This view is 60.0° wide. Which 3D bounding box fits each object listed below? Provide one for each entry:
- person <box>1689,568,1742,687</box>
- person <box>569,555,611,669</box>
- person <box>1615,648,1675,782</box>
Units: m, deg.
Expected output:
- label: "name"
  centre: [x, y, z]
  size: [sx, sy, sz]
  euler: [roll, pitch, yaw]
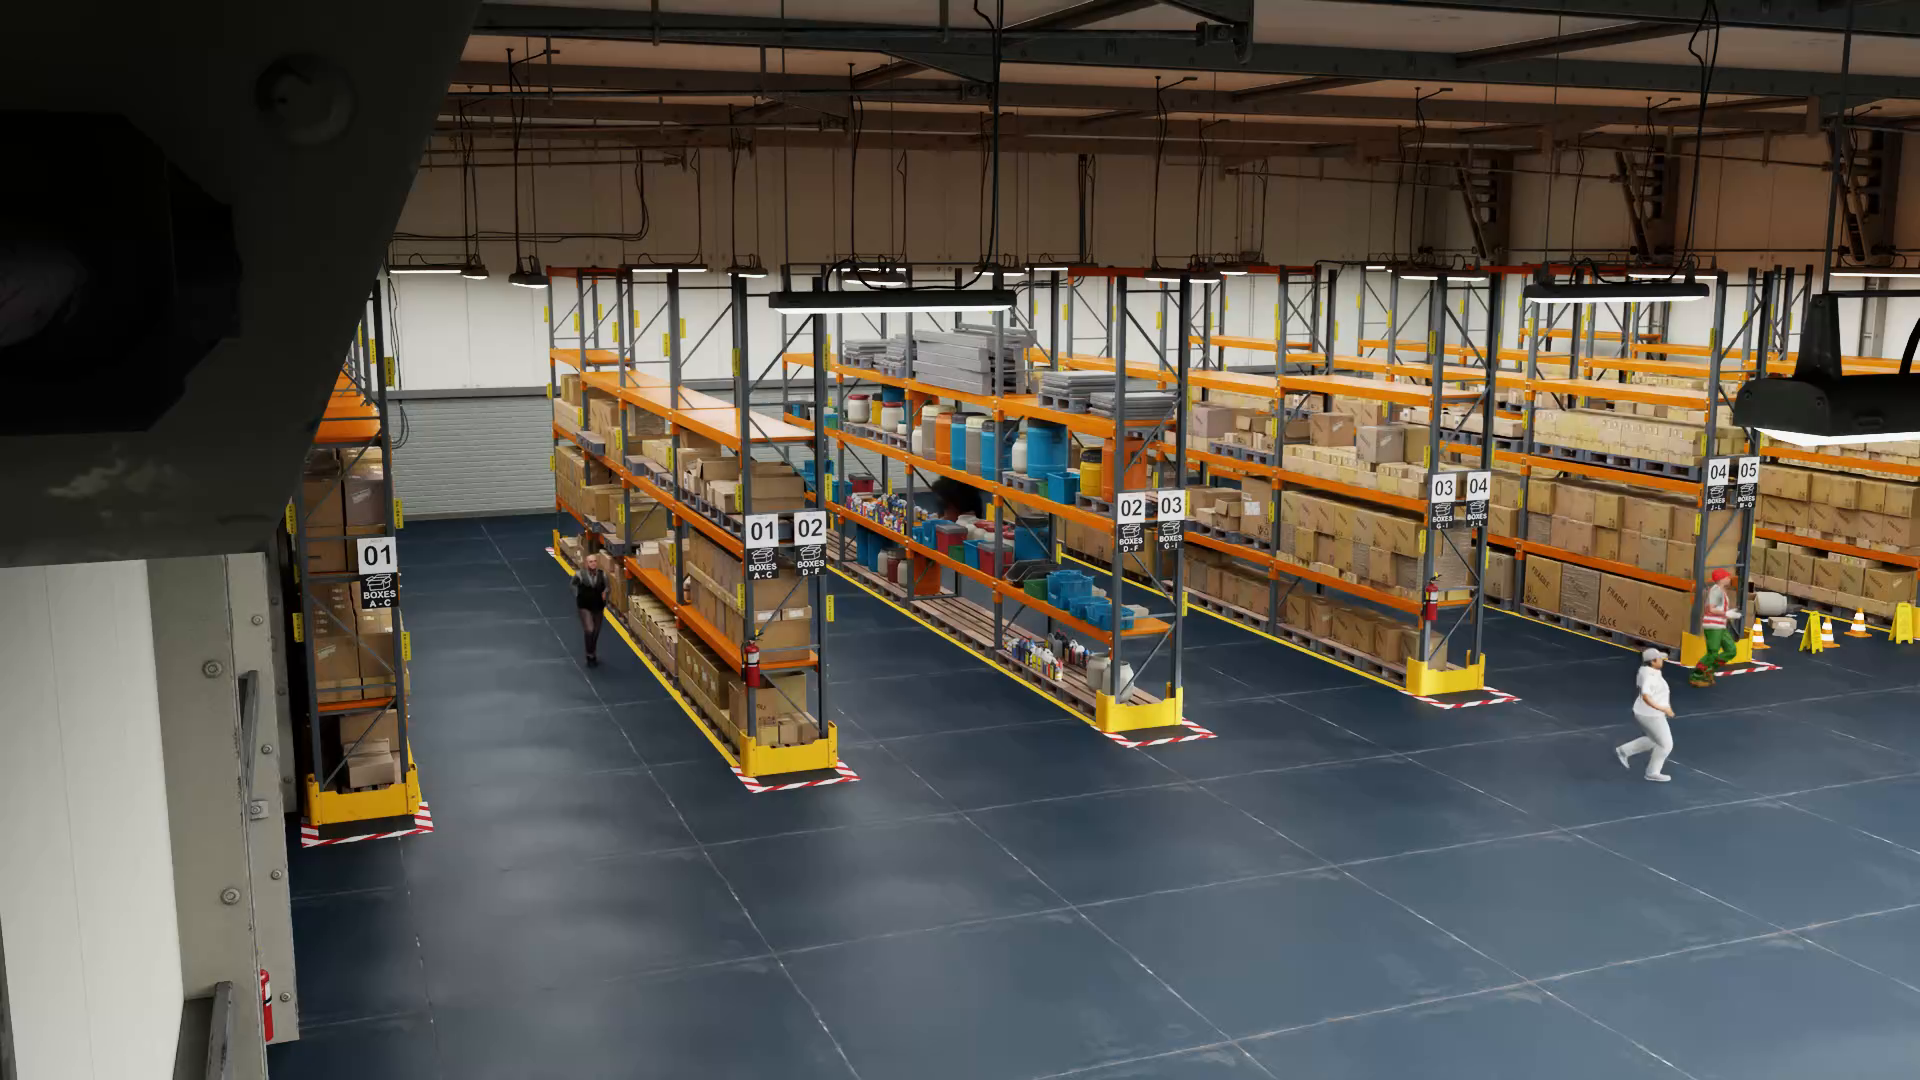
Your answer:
- label: "person"
  centre: [11.089, 1.282, 24.294]
  size: [0.618, 1.736, 0.662]
  euler: [7, 12, 35]
- label: "person"
  centre: [-5.651, 1.084, 25.579]
  size: [0.574, 1.760, 0.847]
  euler: [-6, 11, -30]
- label: "person"
  centre: [8.264, 2.092, 19.992]
  size: [0.629, 1.618, 0.609]
  euler: [2, 10, 12]
